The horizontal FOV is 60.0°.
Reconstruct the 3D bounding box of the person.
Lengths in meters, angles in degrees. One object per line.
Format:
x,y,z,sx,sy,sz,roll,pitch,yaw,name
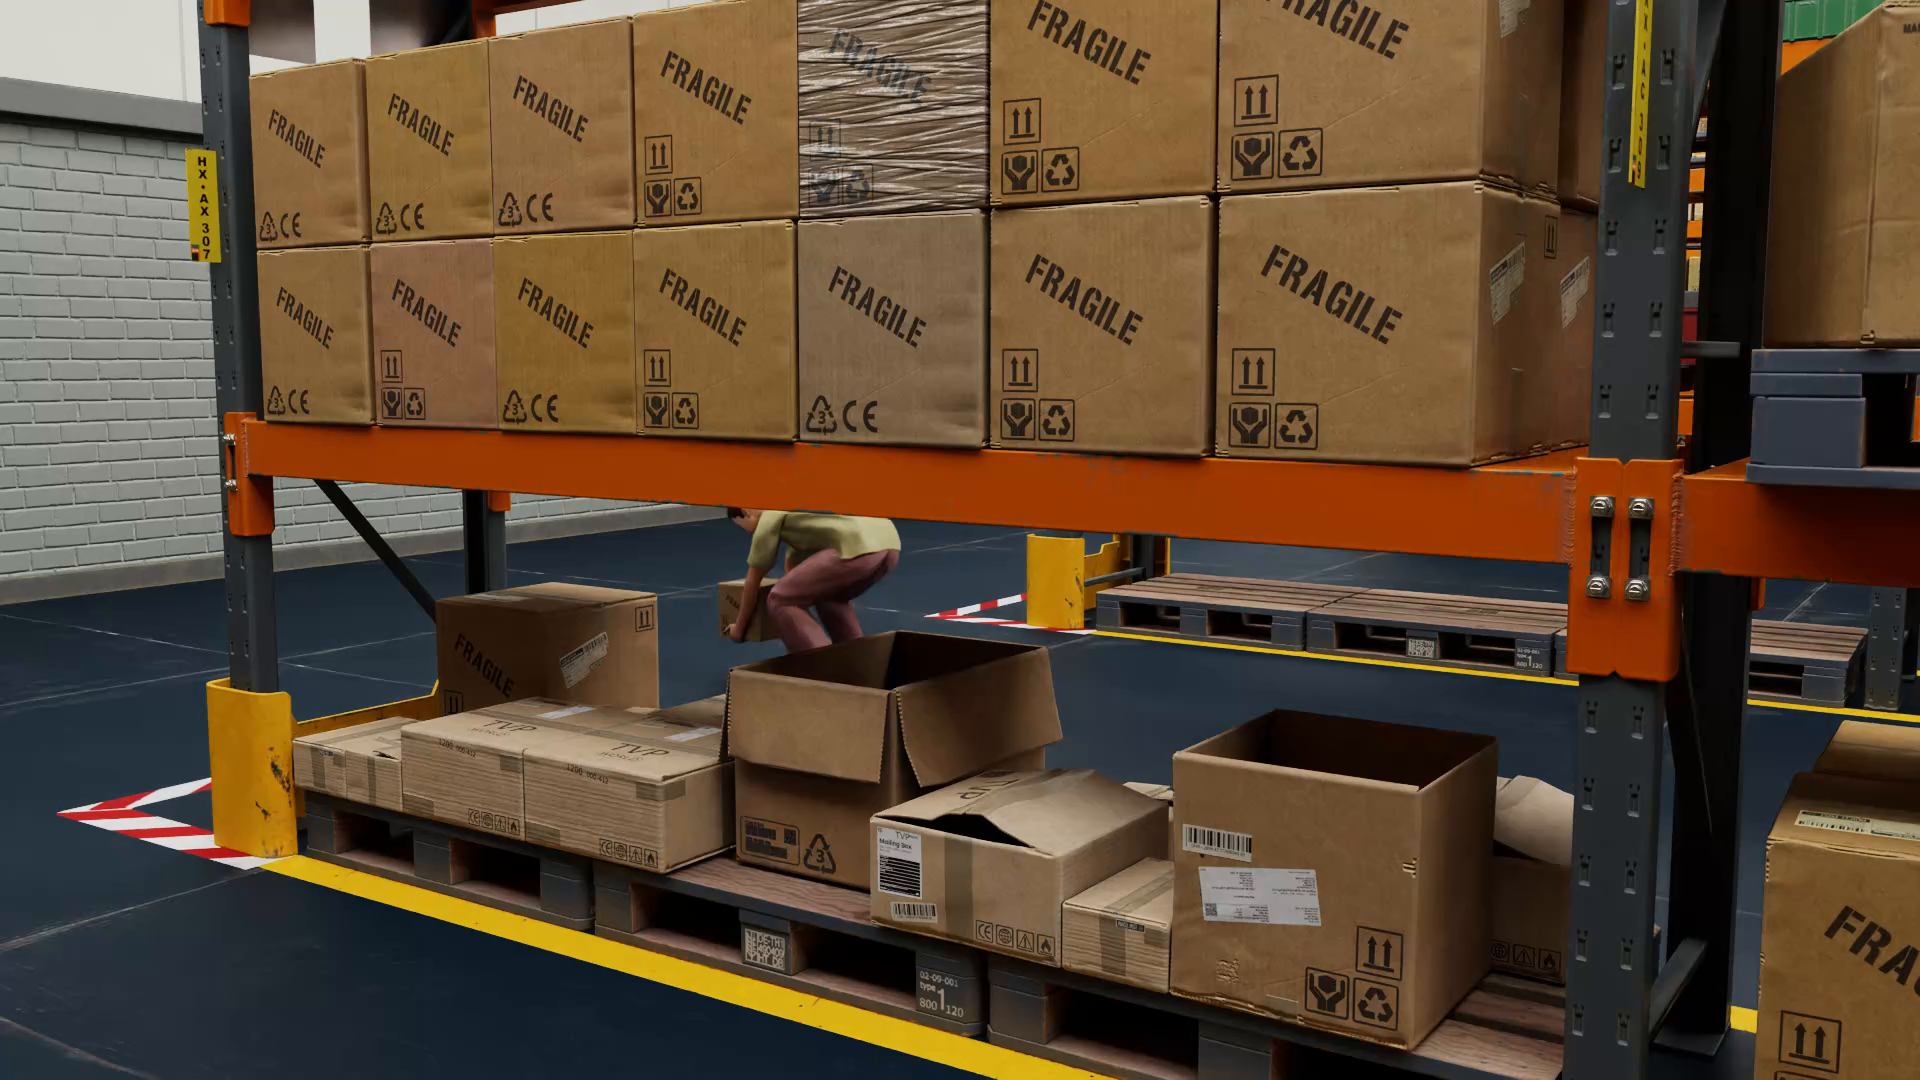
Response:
-0.677,0.199,7.449,0.862,0.953,0.477,4,7,31,person
